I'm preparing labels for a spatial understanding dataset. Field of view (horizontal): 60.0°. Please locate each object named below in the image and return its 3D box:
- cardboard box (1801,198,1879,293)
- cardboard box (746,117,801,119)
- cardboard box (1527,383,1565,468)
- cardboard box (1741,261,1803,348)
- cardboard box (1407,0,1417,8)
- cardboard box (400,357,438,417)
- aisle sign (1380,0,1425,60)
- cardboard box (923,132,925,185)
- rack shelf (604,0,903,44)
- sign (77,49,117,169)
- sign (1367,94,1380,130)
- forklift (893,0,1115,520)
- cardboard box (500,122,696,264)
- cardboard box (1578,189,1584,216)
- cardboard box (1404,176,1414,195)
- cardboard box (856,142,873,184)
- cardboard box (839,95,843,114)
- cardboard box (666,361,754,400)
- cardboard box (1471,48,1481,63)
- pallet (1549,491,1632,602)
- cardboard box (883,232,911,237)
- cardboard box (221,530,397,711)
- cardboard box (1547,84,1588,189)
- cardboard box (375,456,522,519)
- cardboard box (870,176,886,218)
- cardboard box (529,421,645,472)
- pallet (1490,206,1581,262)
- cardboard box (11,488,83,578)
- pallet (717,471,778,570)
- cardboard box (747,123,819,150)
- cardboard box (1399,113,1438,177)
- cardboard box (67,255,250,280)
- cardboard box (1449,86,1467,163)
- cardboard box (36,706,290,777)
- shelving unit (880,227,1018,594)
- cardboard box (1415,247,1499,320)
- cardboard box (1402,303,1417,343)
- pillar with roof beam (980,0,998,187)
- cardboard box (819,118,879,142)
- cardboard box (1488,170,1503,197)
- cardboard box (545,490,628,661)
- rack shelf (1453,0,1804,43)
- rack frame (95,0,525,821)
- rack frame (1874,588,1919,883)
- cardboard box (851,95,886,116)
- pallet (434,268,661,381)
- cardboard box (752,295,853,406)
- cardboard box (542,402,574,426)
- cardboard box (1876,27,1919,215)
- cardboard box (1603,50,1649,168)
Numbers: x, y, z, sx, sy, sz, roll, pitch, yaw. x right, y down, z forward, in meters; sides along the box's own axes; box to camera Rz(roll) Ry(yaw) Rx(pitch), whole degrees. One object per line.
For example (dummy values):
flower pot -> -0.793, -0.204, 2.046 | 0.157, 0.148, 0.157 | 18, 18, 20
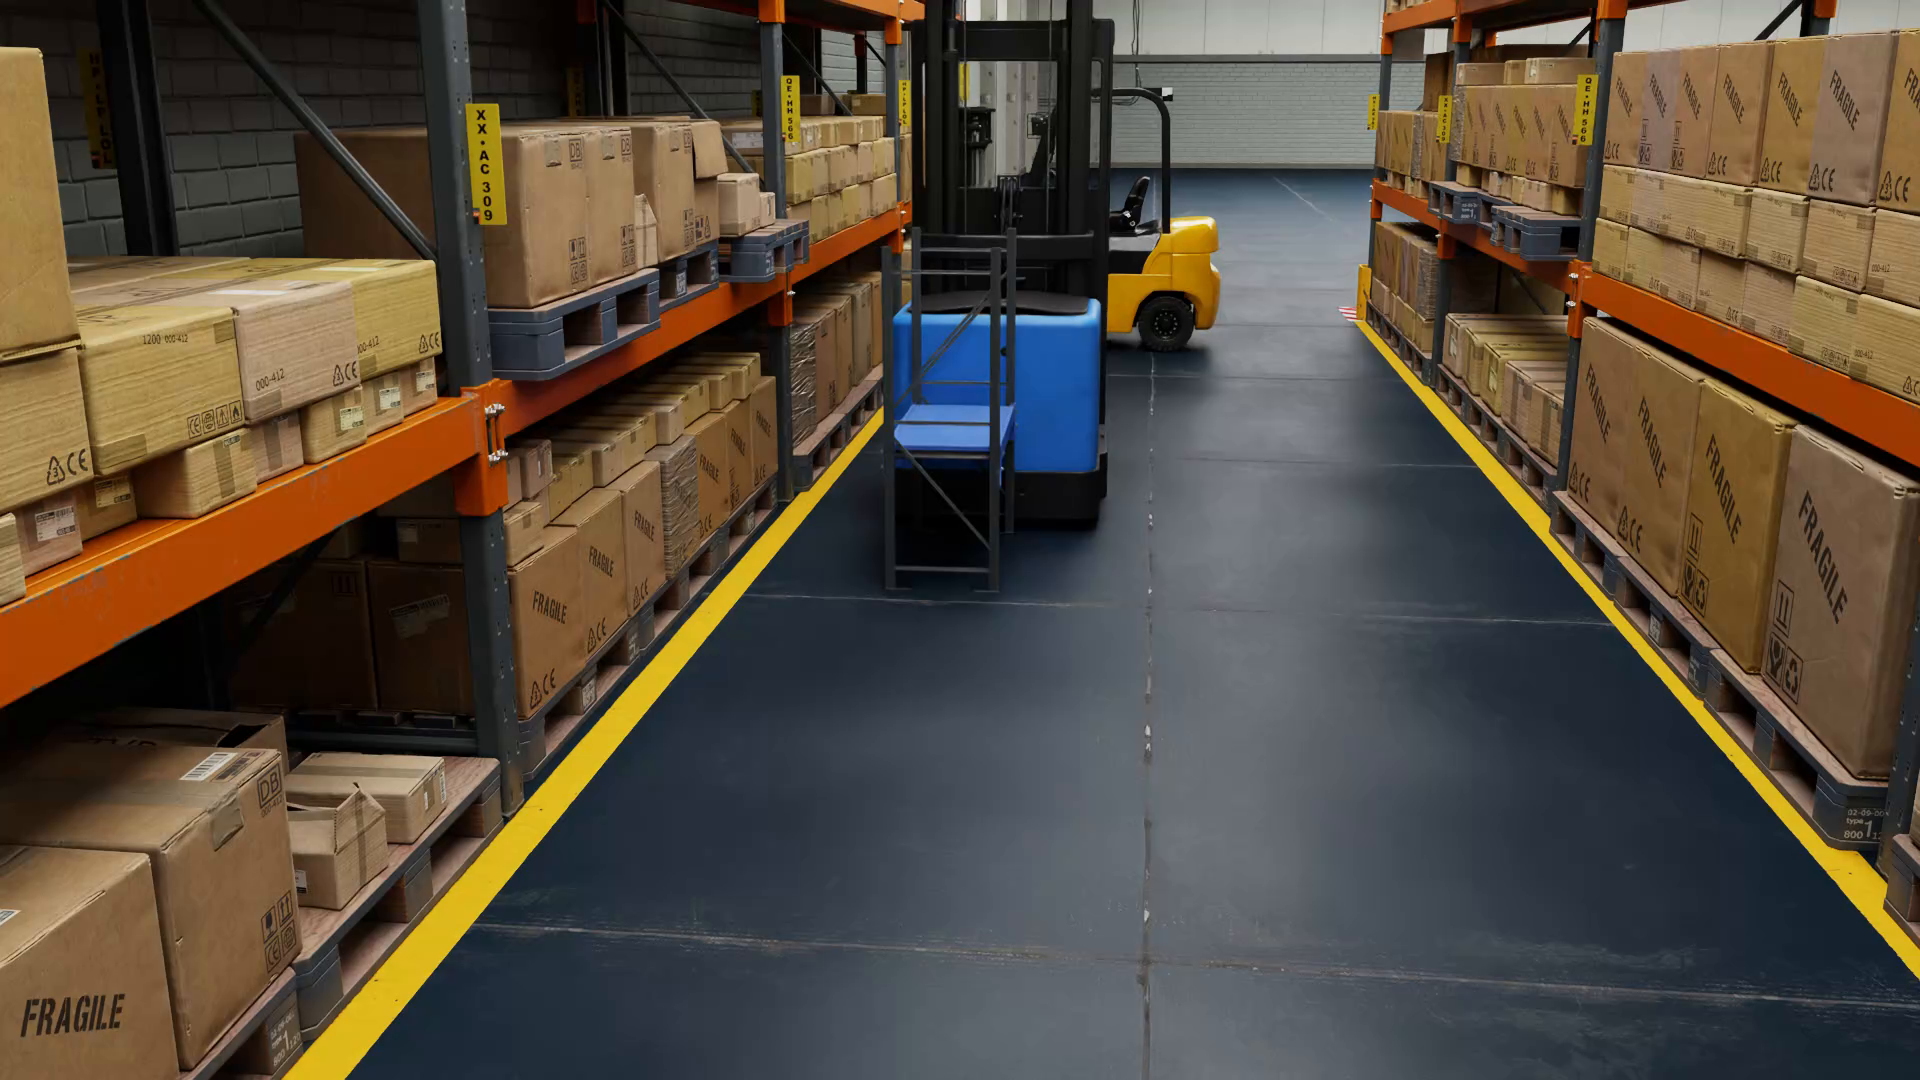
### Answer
cardboard box -> 2.940, -0.906, 5.094 | 0.500, 0.250, 0.500 | 2, 15, 8
cardboard box -> -1.311, -2.849, 11.518 | 0.380, 0.149, 0.250 | 2, 15, 6
cardboard box -> 3.608, -0.603, 8.876 | 0.950, 0.372, 0.625 | 1, 15, 2
cardboard box -> 3.018, -0.799, 5.658 | 0.500, 0.250, 0.500 | 1, 15, 5
cardboard box -> 3.935, -4.513, 13.839 | 0.380, 0.149, 0.250 | 2, 15, 7
cardboard box -> -1.634, -0.419, 4.447 | 0.380, 0.149, 0.250 | 2, 15, 7
aisle sign -> 4.136, -4.878, 15.474 | 0.394, 0.787, 0.004 | 2, 15, 6
cardboard box -> -0.539, -3.128, 13.792 | 0.500, 0.500, 0.500 | 2, 15, 6
rack shelf -> -1.172, -3.287, 10.205 | 1.077, 0.370, 4.000 | 2, 15, 6
sign -> -2.401, -1.205, 4.653 | 0.100, 0.325, 0.005 | 2, 15, 6
sign -> 3.898, -4.031, 15.666 | 0.100, 0.325, 0.005 | 2, 15, 6
forklift -> 0.303, -1.849, 9.386 | 1.130, 2.935, 3.031 | 1, 15, 5
cardboard box -> -1.425, -1.338, 6.369 | 0.700, 0.500, 0.500 | 2, 15, 6
cardboard box -> 3.338, -1.696, 8.365 | 0.380, 0.149, 0.250 | 2, 15, 8
cardboard box -> 3.882, -2.928, 13.726 | 0.380, 0.149, 0.250 | 2, 15, 7
cardboard box -> -0.862, -2.473, 10.892 | 0.500, 0.250, 0.500 | 2, 15, 7
cardboard box -> -1.125, -3.435, 13.115 | 0.380, 0.149, 0.250 | 2, 15, 6
cardboard box -> -1.202, -0.770, 8.004 | 0.380, 0.149, 0.250 | 1, 15, 3
cardboard box -> 4.414, -3.604, 13.066 | 0.700, 0.500, 0.500 | 1, 15, 5
pallet -> 3.371, 0.026, 7.663 | 1.003, 0.211, 1.213 | 2, 15, 6
cardboard box -> -0.468, -2.441, 13.992 | 0.500, 0.250, 0.500 | 2, 15, 8
cardboard box -> -2.088, 0.237, 5.522 | 0.500, 0.500, 0.500 | 2, 15, 6
cardboard box -> 3.310, -2.043, 8.406 | 0.500, 0.500, 0.500 | 1, 15, 5
cardboard box -> -1.604, -0.170, 5.217 | 0.380, 0.149, 0.250 | 1, 15, 5
cardboard box -> -0.795, -2.364, 11.446 | 0.500, 0.250, 0.500 | 2, 15, 6
cardboard box -> -1.459, -0.365, 6.508 | 0.380, 0.149, 0.250 | 2, 15, 8
pallet -> 3.509, -1.618, 8.767 | 1.213, 0.211, 1.003 | 2, 15, 6
cardboard box -> -1.826, -0.019, 2.969 | 0.380, 0.149, 0.250 | 2, 15, 6
pallet -> -1.520, -0.129, 8.236 | 1.003, 0.211, 1.213 | 2, 15, 6
cardboard box -> -1.020, -2.308, 9.517 | 0.380, 0.149, 0.250 | 2, 15, 7
cardboard box -> 3.947, -3.276, 13.770 | 0.500, 0.500, 0.500 | 1, 15, 5
cardboard box -> -2.173, -0.581, 4.282 | 0.500, 0.250, 0.500 | 2, 15, 6
cardboard box -> 3.648, -2.842, 11.358 | 0.500, 0.500, 0.500 | 2, 15, 8
cardboard box -> -2.158, 0.629, 4.436 | 0.500, 0.311, 0.500 | 2, 15, 8
shelving unit -> -0.031, -0.628, 7.612 | 0.538, 1.500, 1.048 | 1, 15, 5
cardboard box -> 3.786, -1.959, 12.686 | 0.500, 0.500, 0.500 | 1, 15, 5
cardboard box -> 3.836, -1.735, 13.296 | 0.500, 0.250, 0.500 | 1, 15, 5
pillar with roof beam -> 4.839, -11.026, 31.701 | 9.100, 9.000, 0.400 | 2, 15, 6
cardboard box -> -0.753, -2.770, 11.226 | 0.380, 0.149, 0.250 | 1, 15, 5
cardboard box -> 3.435, -2.170, 10.119 | 0.380, 0.149, 0.250 | 2, 15, 8
cardboard box -> -1.521, 0.116, 5.970 | 0.500, 0.500, 0.500 | 1, 15, 6
rack shelf -> 3.760, -3.142, 9.668 | 1.077, 0.370, 4.000 | 2, 15, 6
rack frame -> -1.849, -0.631, 4.747 | 1.000, 3.000, 0.127 | 2, 15, 6
rack frame -> 3.083, -0.485, 4.210 | 1.000, 3.000, 0.127 | 2, 15, 6
cardboard box -> -0.616, -3.284, 12.557 | 0.380, 0.149, 0.250 | 2, 15, 7
pallet -> -1.650, -0.742, 5.527 | 1.003, 0.211, 1.213 | 2, 15, 6
cardboard box -> -1.172, -1.230, 10.709 | 0.875, 0.625, 0.625 | 1, 15, 4
cardboard box -> -1.859, -0.514, 7.058 | 0.380, 0.149, 0.250 | 2, 15, 7
cardboard box -> 2.884, -1.139, 4.523 | 0.500, 0.500, 0.500 | 2, 15, 8
cardboard box -> 3.236, -1.933, 7.457 | 0.500, 0.500, 0.500 | 1, 15, 4
